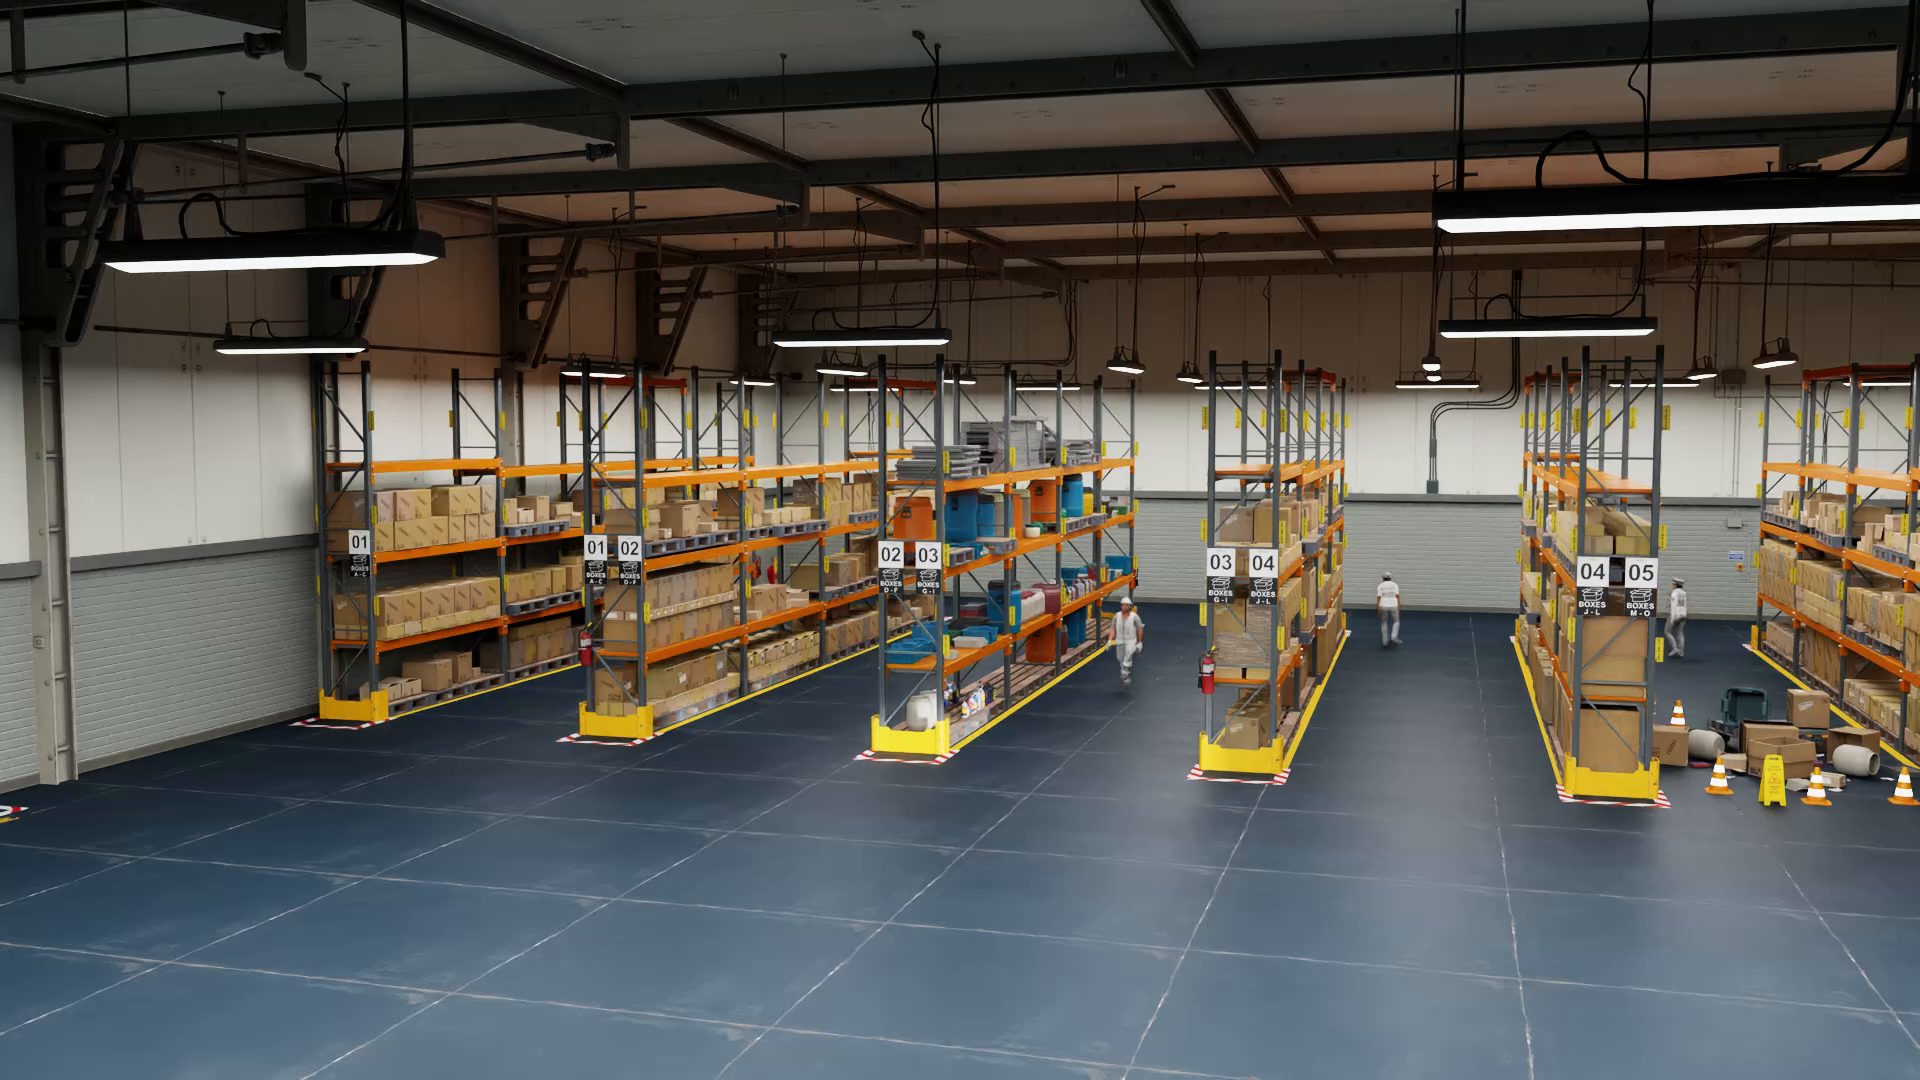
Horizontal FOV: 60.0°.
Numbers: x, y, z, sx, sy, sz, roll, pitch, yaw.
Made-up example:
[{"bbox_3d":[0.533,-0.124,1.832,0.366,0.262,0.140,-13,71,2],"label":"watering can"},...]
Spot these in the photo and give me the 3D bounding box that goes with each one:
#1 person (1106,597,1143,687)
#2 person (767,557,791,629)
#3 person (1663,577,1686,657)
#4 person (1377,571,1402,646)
[{"bbox_3d":[3.031,1.915,30.672,0.609,1.707,1.074,1,4,19],"label":"person"},{"bbox_3d":[-4.439,1.278,40.161,0.647,1.744,0.571,-2,5,-30],"label":"person"},{"bbox_3d":[15.252,1.643,35.382,0.521,1.694,0.370,-3,5,-33],"label":"person"},{"bbox_3d":[9.568,1.534,37.032,0.551,1.659,0.519,1,4,9],"label":"person"}]
